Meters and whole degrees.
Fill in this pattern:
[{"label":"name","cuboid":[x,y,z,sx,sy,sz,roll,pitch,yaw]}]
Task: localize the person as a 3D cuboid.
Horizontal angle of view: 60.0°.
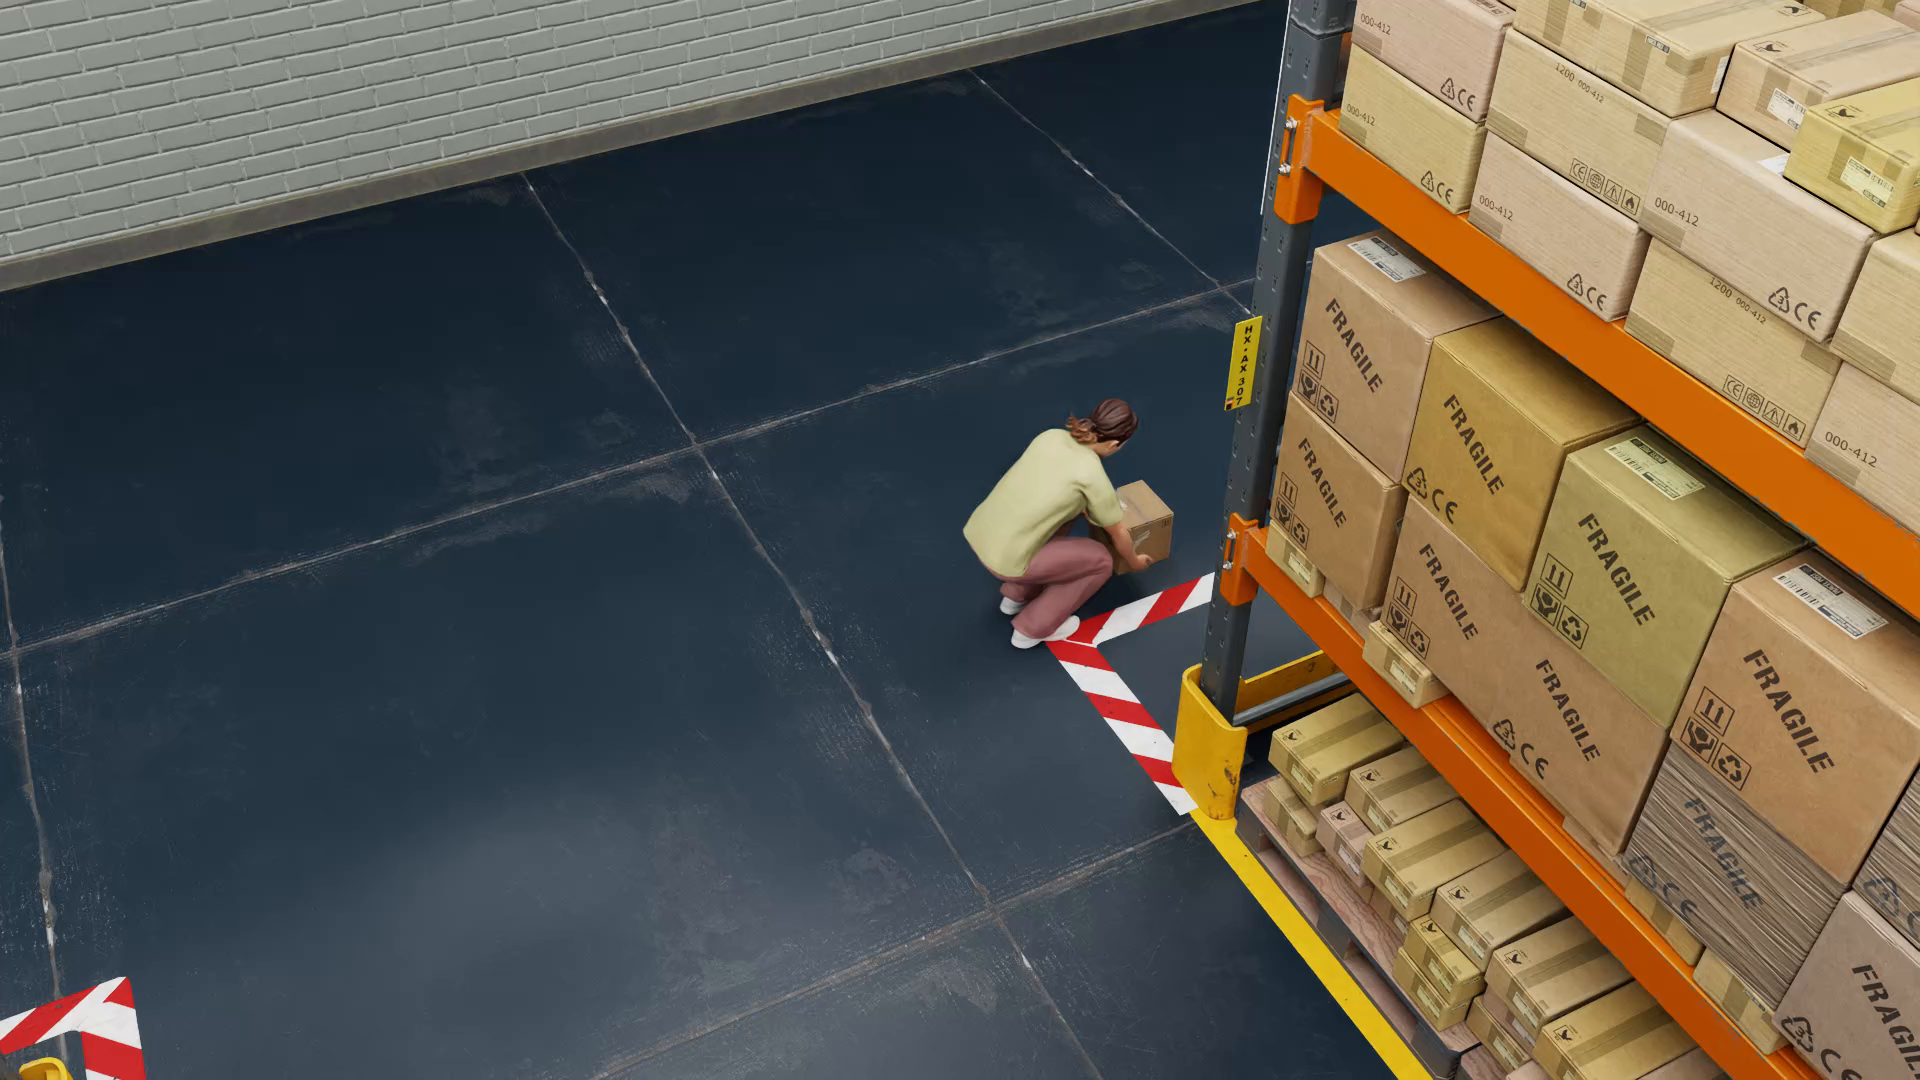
[{"label":"person","cuboid":[0.385,-0.079,6.781,0.783,0.976,0.494,-18,45,-20]}]
